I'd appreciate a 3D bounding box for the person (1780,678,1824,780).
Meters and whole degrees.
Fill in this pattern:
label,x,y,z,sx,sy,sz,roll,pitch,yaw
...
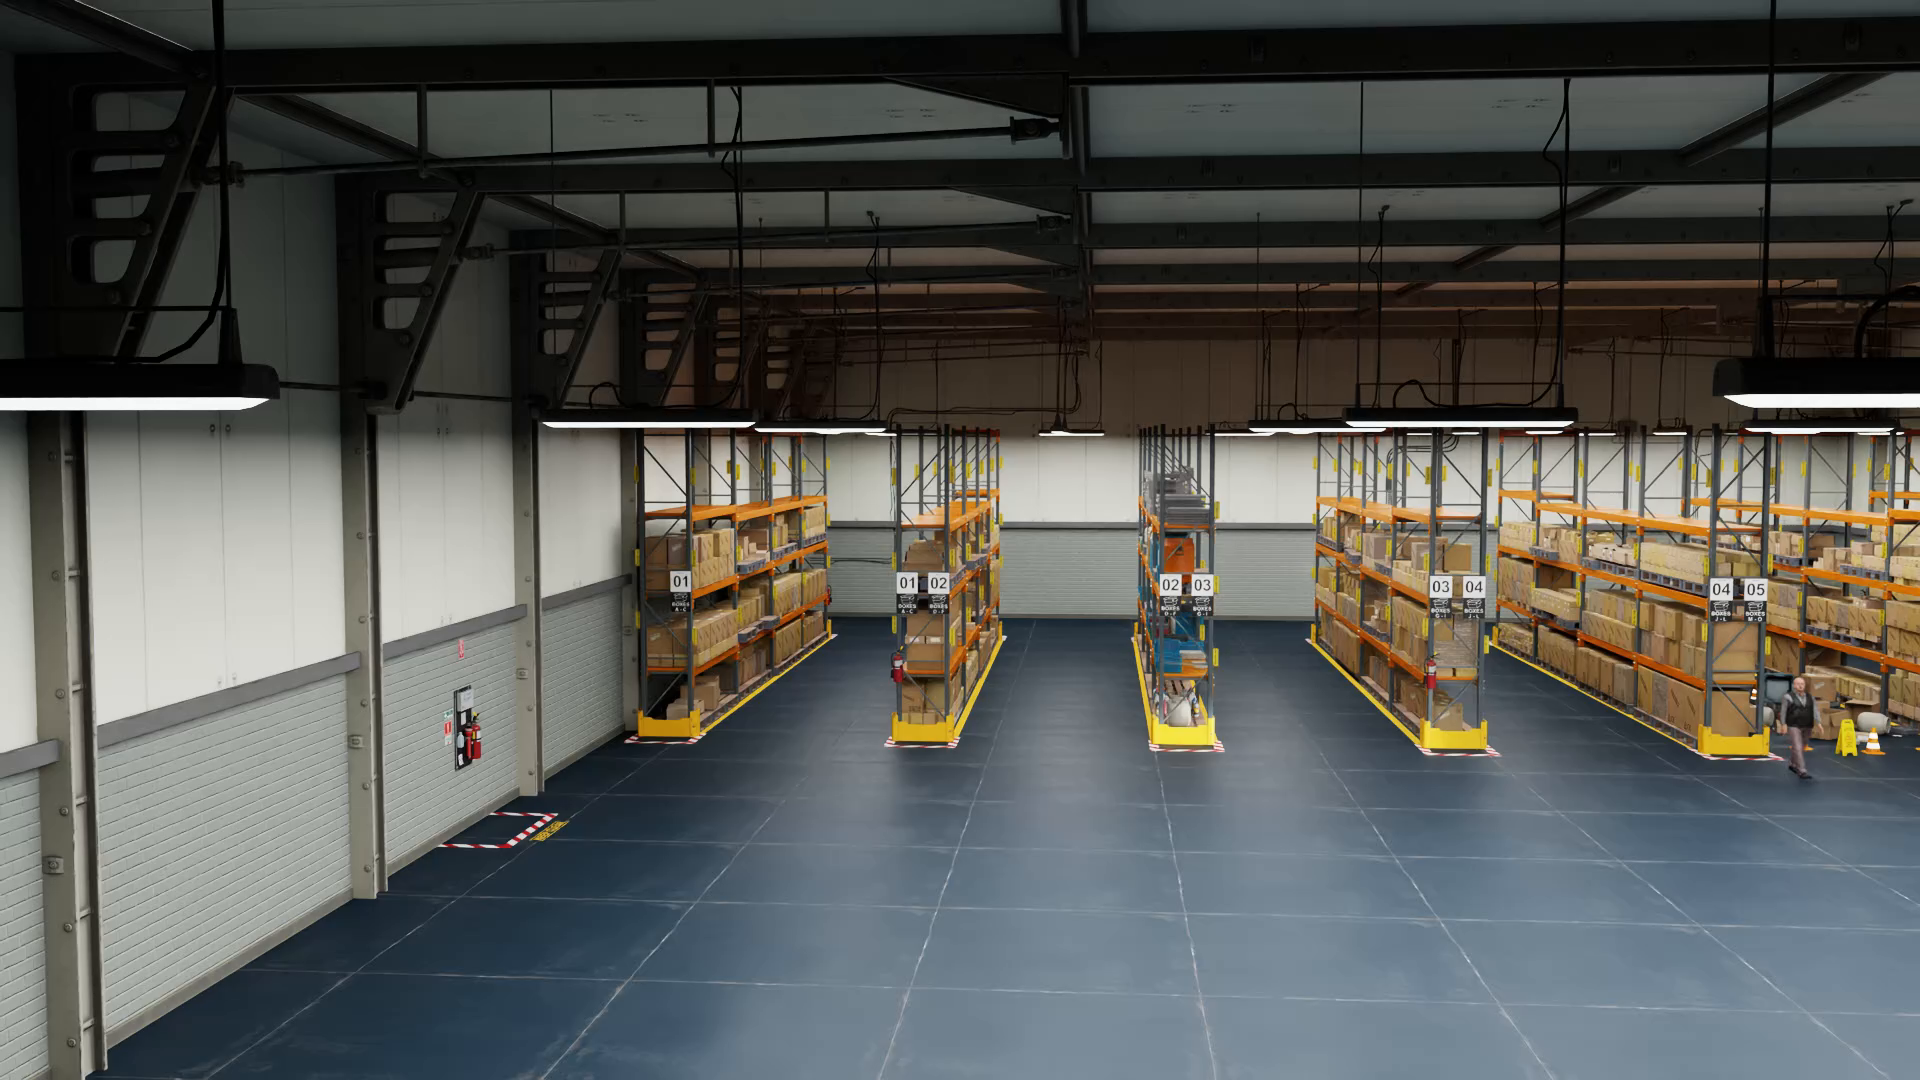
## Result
label,x,y,z,sx,sy,sz,roll,pitch,yaw
person,14.175,3.163,27.965,0.565,1.672,1.001,0,3,-1
